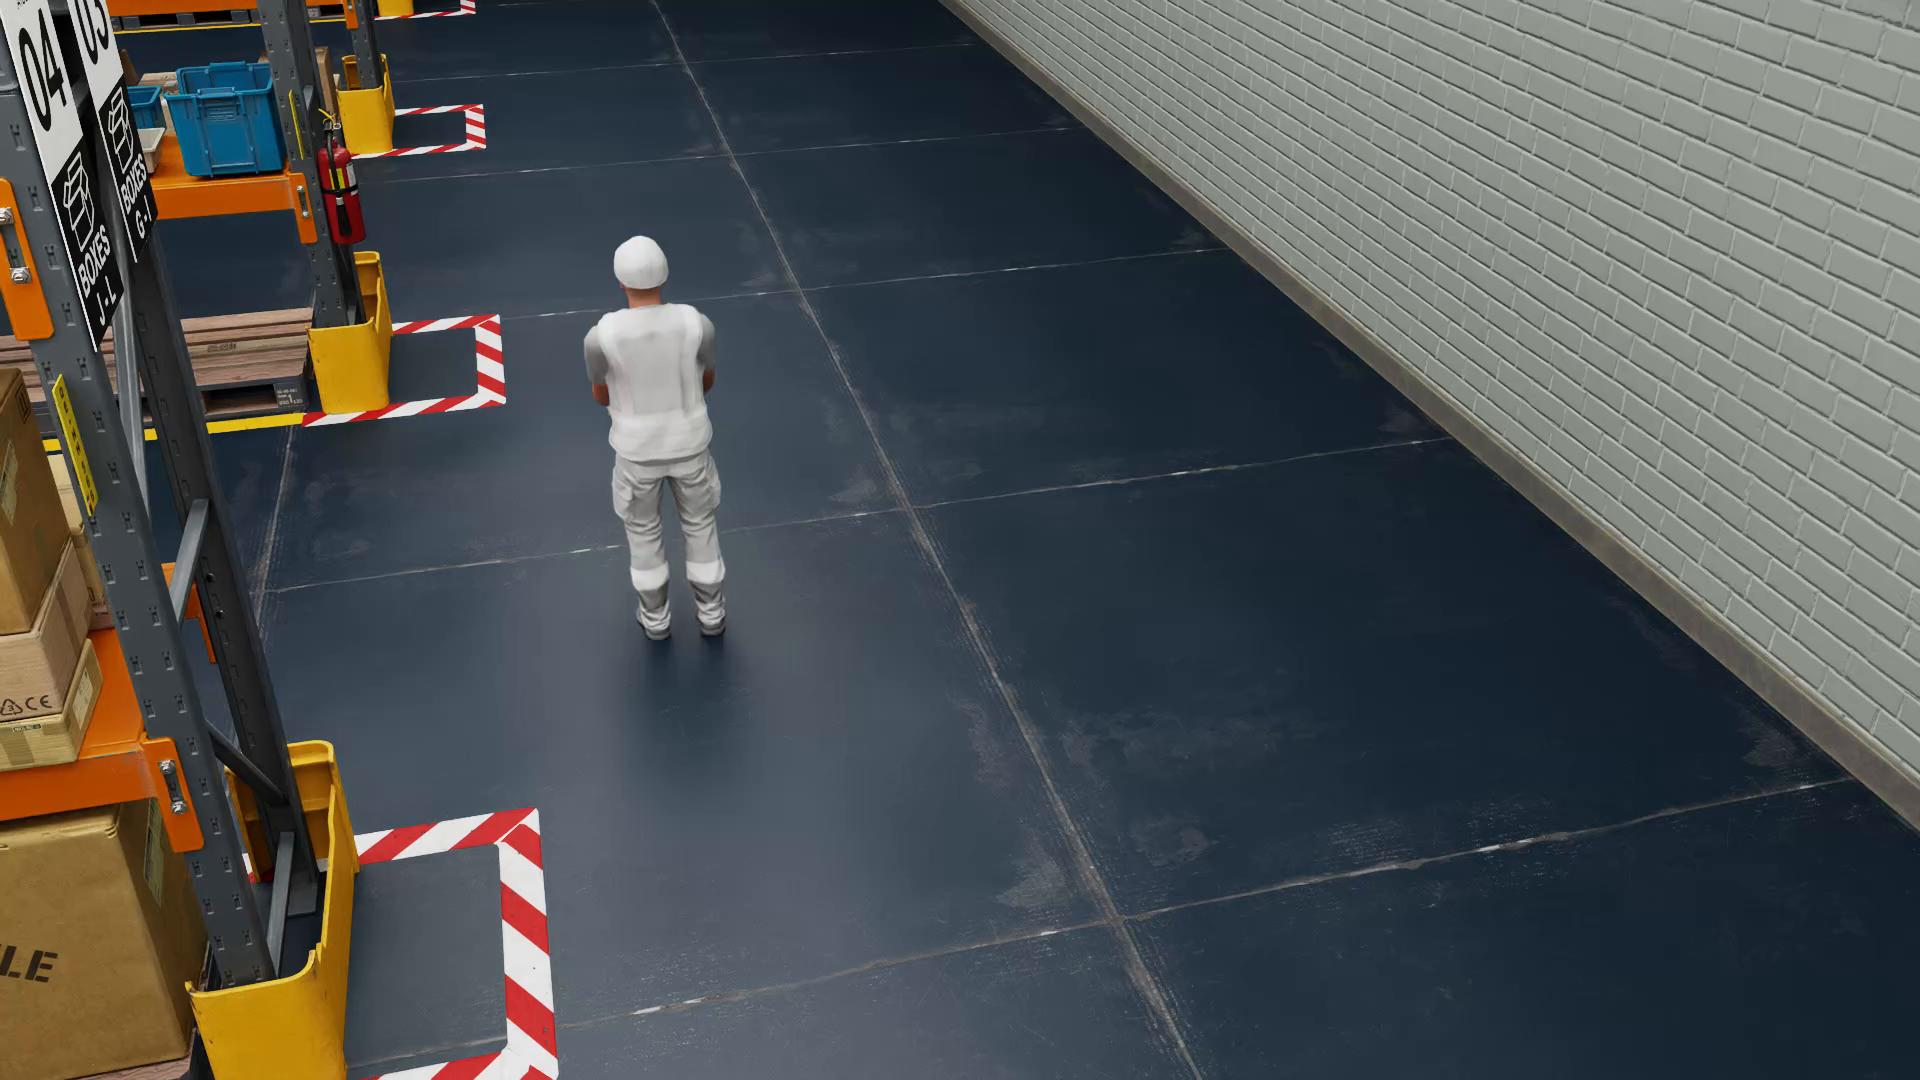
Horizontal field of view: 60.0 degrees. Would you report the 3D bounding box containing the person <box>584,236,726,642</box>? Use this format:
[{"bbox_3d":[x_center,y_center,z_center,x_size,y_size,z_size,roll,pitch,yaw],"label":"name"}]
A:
[{"bbox_3d":[-1.245,-0.430,6.848,0.519,1.793,0.547,-8,31,-14],"label":"person"}]
